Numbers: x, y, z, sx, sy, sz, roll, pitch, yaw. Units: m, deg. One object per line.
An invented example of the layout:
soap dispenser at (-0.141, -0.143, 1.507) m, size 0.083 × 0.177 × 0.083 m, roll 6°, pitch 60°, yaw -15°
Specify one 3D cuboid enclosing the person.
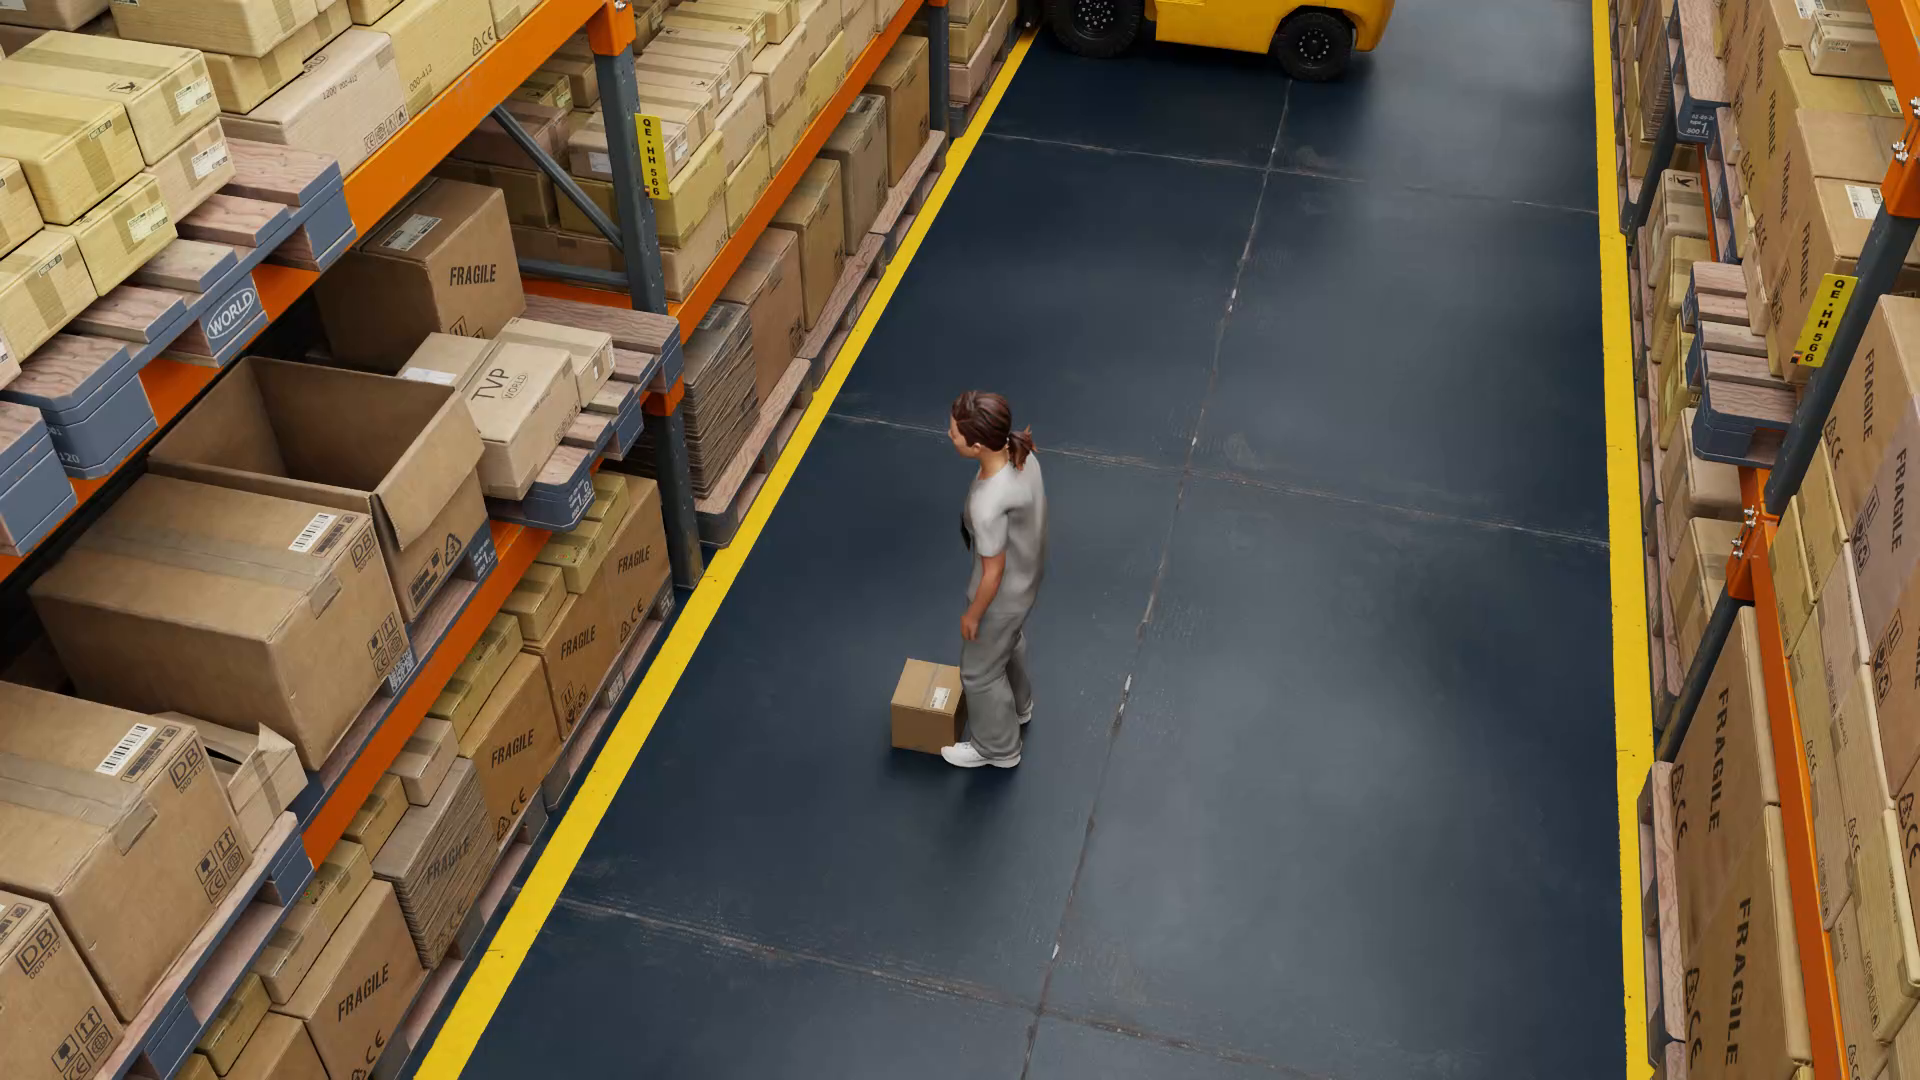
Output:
person at (0.126, 0.155, 5.982) m, size 0.355 × 1.673 × 0.489 m, roll 10°, pitch 42°, yaw 11°
